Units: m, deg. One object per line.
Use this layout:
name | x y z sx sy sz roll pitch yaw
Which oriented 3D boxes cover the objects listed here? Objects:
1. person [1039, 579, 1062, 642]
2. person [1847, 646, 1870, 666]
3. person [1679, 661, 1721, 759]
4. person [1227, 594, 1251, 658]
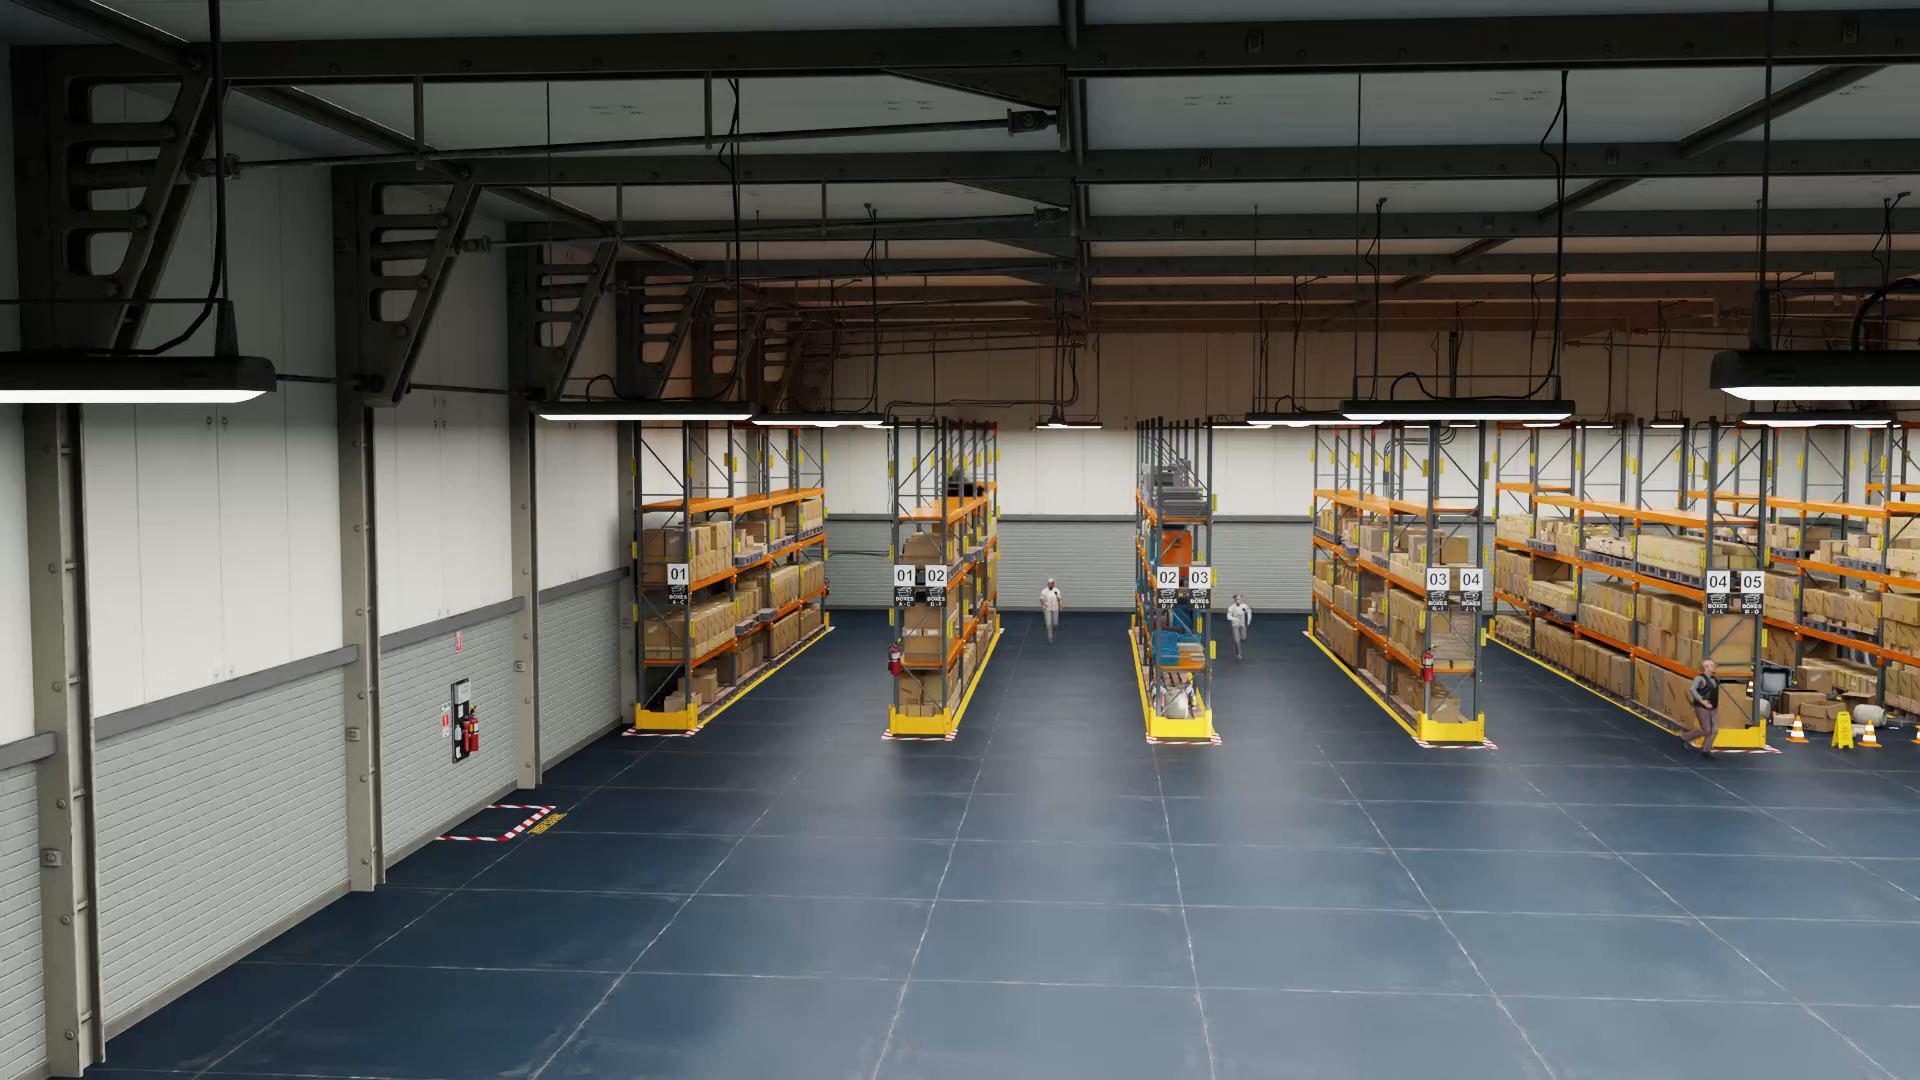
person | 2.361 1.822 43.078 0.609 1.631 0.507 0 4 -3
person | 21.428 2.292 39.605 0.549 1.714 0.728 0 4 -2
person | 13.145 2.977 29.361 0.685 1.706 0.653 -2 4 -33
person | 7.044 2.174 41.838 0.652 1.645 0.623 0 4 -2
